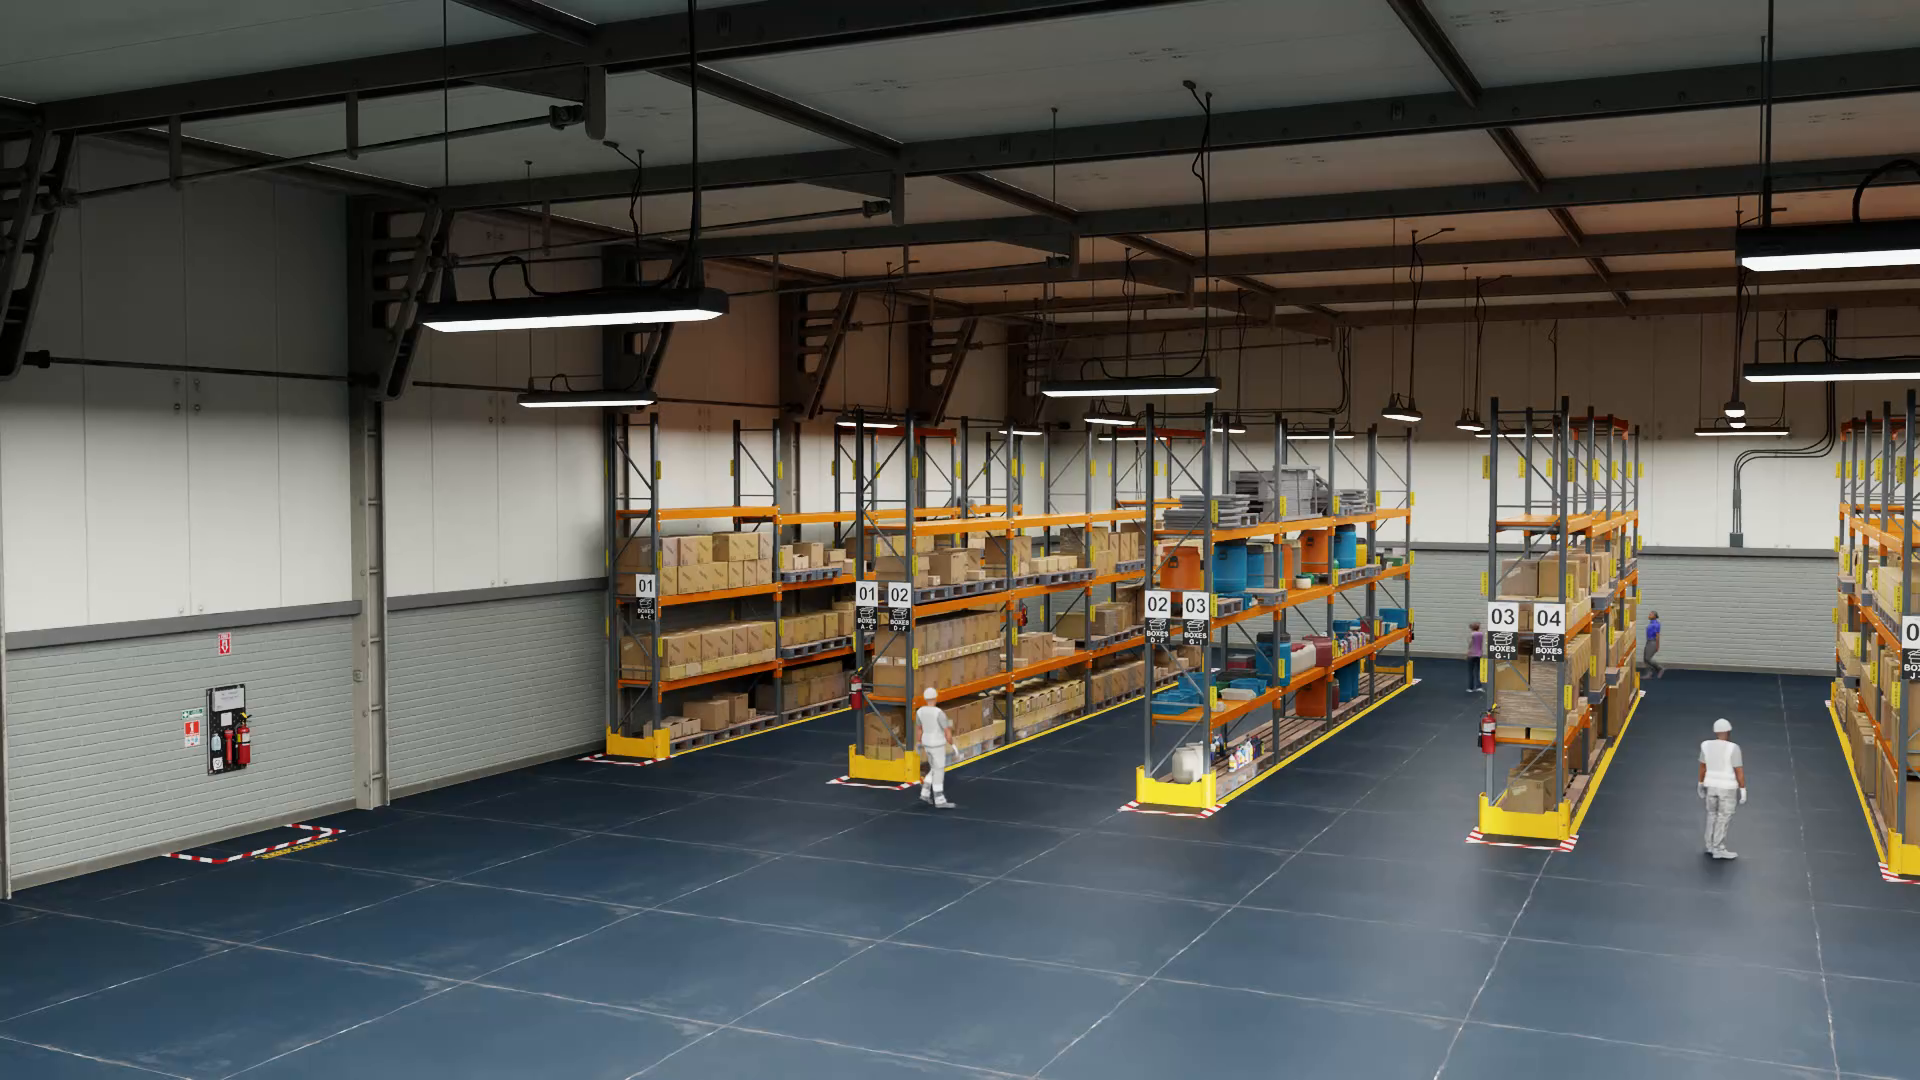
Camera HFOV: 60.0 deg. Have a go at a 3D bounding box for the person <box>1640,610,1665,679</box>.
[{"bbox_3d":[16.492,2.503,39.586,0.490,1.635,0.456,0,2,1],"label":"person"}]

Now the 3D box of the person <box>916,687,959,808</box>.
[{"bbox_3d":[-0.357,3.069,24.622,0.541,1.797,0.601,-1,3,-30],"label":"person"}]

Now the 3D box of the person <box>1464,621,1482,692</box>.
[{"bbox_3d":[11.572,2.639,37.503,0.476,1.618,0.362,-2,3,-32],"label":"person"}]

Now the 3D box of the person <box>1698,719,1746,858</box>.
[{"bbox_3d":[9.912,3.208,21.522,0.520,1.796,0.615,-1,3,-30],"label":"person"}]
